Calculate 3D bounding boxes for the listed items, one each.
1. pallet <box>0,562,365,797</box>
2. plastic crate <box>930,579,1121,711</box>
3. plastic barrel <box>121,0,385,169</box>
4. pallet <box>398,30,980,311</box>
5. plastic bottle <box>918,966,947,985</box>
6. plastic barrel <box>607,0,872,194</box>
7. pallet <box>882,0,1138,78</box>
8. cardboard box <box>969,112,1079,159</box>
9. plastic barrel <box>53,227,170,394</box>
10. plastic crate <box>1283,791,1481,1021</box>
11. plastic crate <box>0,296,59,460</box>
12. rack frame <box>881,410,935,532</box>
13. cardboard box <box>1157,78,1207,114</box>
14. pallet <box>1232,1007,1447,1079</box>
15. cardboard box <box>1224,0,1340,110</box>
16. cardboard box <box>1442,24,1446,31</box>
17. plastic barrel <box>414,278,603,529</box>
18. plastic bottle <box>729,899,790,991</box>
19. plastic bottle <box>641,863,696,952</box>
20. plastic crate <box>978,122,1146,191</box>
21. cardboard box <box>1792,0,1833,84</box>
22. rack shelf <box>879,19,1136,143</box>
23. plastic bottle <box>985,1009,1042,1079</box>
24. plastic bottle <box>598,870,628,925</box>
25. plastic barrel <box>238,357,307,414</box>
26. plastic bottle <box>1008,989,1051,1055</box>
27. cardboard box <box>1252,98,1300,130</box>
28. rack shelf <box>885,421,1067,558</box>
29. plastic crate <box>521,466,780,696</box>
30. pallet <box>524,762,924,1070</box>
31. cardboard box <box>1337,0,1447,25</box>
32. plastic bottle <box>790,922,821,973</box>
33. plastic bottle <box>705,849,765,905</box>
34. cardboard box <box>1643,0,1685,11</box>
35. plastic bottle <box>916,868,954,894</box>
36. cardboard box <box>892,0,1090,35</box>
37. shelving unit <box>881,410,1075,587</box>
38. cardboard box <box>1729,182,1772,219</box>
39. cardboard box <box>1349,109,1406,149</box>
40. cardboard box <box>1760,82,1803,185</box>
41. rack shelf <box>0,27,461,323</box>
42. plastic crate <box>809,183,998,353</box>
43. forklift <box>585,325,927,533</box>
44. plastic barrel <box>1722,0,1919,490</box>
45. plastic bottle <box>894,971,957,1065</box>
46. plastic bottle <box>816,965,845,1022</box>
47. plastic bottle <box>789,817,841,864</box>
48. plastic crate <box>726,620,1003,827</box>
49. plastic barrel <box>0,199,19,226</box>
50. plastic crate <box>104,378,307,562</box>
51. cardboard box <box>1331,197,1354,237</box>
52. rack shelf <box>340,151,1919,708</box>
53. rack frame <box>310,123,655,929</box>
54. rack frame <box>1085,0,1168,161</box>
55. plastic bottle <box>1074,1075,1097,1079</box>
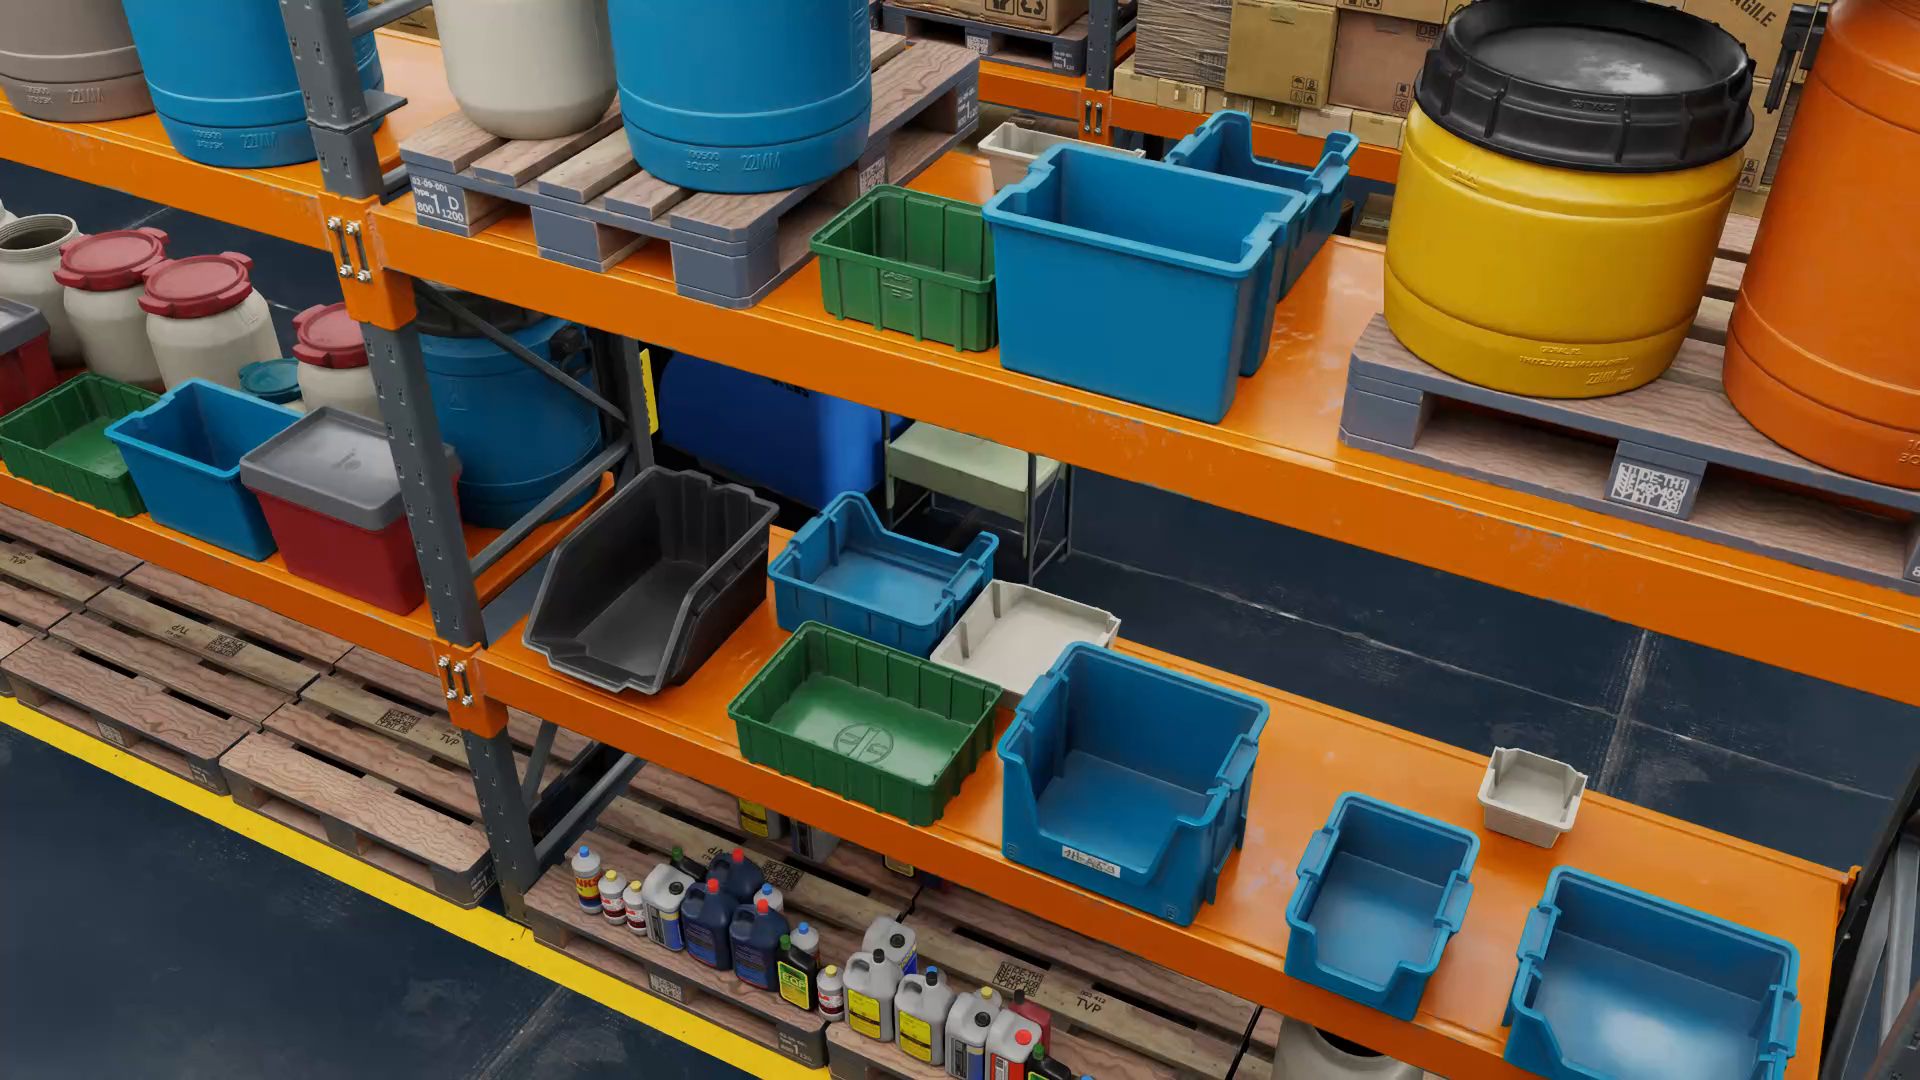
[{"bbox_3d":[-3.145,0.484,6.938,1.213,0.211,1.003,17,41,21],"label":"pallet"},{"bbox_3d":[0.216,0.329,5.053,0.437,0.136,0.530,17,41,21],"label":"plastic crate"},{"bbox_3d":[-1.894,-1.510,4.363,0.708,0.901,0.600,17,41,21],"label":"plastic barrel"},{"bbox_3d":[-0.657,-1.062,4.344,1.003,0.211,1.213,17,41,21],"label":"pallet"},{"bbox_3d":[-0.090,1.441,5.321,0.097,0.201,0.097,0,37,0],"label":"plastic bottle"},{"bbox_3d":[-0.508,-1.319,3.763,0.708,0.901,0.600,17,41,21],"label":"plastic barrel"},{"bbox_3d":[0.323,-2.964,9.333,1.213,0.211,1.003,17,41,21],"label":"pallet"},{"bbox_3d":[0.400,-2.112,9.755,0.500,0.500,0.700,14,39,18],"label":"cardboard box"},{"bbox_3d":[-3.127,-0.853,6.281,0.433,0.535,0.433,0,37,0],"label":"plastic barrel"},{"bbox_3d":[1.053,0.918,4.182,0.408,0.251,0.499,17,41,21],"label":"plastic crate"},{"bbox_3d":[-3.600,-0.615,6.027,0.583,0.464,0.402,17,41,21],"label":"plastic crate"},{"bbox_3d":[-0.231,-0.660,7.379,0.023,1.500,0.400,20,42,24],"label":"rack frame"},{"bbox_3d":[1.204,-2.352,8.576,0.250,0.149,0.380,17,41,21],"label":"cardboard box"},{"bbox_3d":[1.401,1.907,5.063,1.213,0.211,1.003,17,41,21],"label":"pallet"},{"bbox_3d":[1.734,-2.592,8.355,0.500,0.500,0.875,17,41,21],"label":"cardboard box"},{"bbox_3d":[2.649,-2.346,8.031,0.500,0.500,0.875,17,41,21],"label":"cardboard box"},{"bbox_3d":[-1.546,-0.561,5.593,0.708,0.901,0.600,17,41,21],"label":"plastic barrel"},{"bbox_3d":[-0.649,1.289,5.399,0.185,0.351,0.144,16,40,20],"label":"plastic bottle"},{"bbox_3d":[-0.962,1.218,5.554,0.135,0.276,0.152,19,41,23],"label":"plastic bottle"},{"bbox_3d":[0.269,-0.952,4.260,0.396,0.136,0.243,17,41,21],"label":"plastic crate"},{"bbox_3d":[3.885,-2.215,7.031,0.500,0.500,0.500,17,41,21],"label":"cardboard box"},{"bbox_3d":[-0.841,-3.020,9.842,4.000,0.370,1.077,17,41,21],"label":"rack shelf"},{"bbox_3d":[0.166,1.571,5.089,0.135,0.276,0.152,18,41,22],"label":"plastic bottle"},{"bbox_3d":[-1.171,1.200,5.638,0.097,0.201,0.097,0,37,0],"label":"plastic bottle"},{"bbox_3d":[-2.447,-0.486,6.024,0.301,0.262,0.301,0,37,0],"label":"plastic barrel"},{"bbox_3d":[0.214,1.510,5.162,0.133,0.283,0.061,17,41,21],"label":"plastic bottle"},{"bbox_3d":[1.665,-2.233,8.419,0.250,0.149,0.380,17,41,21],"label":"cardboard box"},{"bbox_3d":[0.083,-0.286,7.426,0.720,0.370,0.431,20,42,24],"label":"rack shelf"},{"bbox_3d":[-0.936,0.147,5.126,0.504,0.338,0.767,17,41,21],"label":"plastic crate"},{"bbox_3d":[-0.765,1.229,5.957,1.213,0.211,1.003,17,41,21],"label":"pallet"},{"bbox_3d":[2.106,-2.768,7.759,0.500,0.500,0.500,17,41,21],"label":"cardboard box"},{"bbox_3d":[-0.501,1.341,5.395,0.097,0.271,0.097,0,37,0],"label":"plastic bottle"},{"bbox_3d":[-0.750,1.159,5.570,0.185,0.351,0.144,17,41,21],"label":"plastic bottle"},{"bbox_3d":[2.996,-2.491,7.395,0.500,0.500,0.500,17,41,21],"label":"cardboard box"},{"bbox_3d":[-0.087,1.088,5.719,0.133,0.283,0.061,17,41,21],"label":"plastic bottle"},{"bbox_3d":[0.294,-3.453,8.974,1.000,1.000,1.000,18,41,22],"label":"cardboard box"},{"bbox_3d":[0.083,-0.546,7.229,0.755,1.500,0.431,20,42,24],"label":"shelving unit"},{"bbox_3d":[3.672,-1.618,7.609,0.250,0.149,0.380,17,41,21],"label":"cardboard box"},{"bbox_3d":[2.109,-2.095,8.236,0.250,0.149,0.380,17,41,21],"label":"cardboard box"},{"bbox_3d":[4.011,-1.964,7.528,0.500,0.500,0.875,17,41,21],"label":"cardboard box"},{"bbox_3d":[-3.119,-1.555,5.432,4.000,0.370,1.077,17,41,21],"label":"rack shelf"},{"bbox_3d":[-0.067,-0.617,3.776,0.450,0.188,0.336,17,41,21],"label":"plastic crate"},{"bbox_3d":[-1.477,-1.802,7.700,3.031,2.935,1.130,23,43,27],"label":"forklift"},{"bbox_3d":[1.719,-0.579,2.848,0.708,0.830,0.600,17,41,21],"label":"plastic barrel"},{"bbox_3d":[-0.106,1.458,5.175,0.185,0.351,0.144,19,41,23],"label":"plastic bottle"},{"bbox_3d":[-0.408,1.439,5.324,0.097,0.201,0.097,0,37,0],"label":"plastic bottle"},{"bbox_3d":[-0.514,0.983,5.863,0.135,0.276,0.152,17,41,21],"label":"plastic bottle"},{"bbox_3d":[-0.267,0.522,4.756,0.662,0.188,0.450,17,41,21],"label":"plastic crate"},{"bbox_3d":[-3.883,-1.076,6.595,0.421,0.512,0.421,0,37,0],"label":"plastic barrel"},{"bbox_3d":[-2.465,-0.224,5.578,0.575,0.384,0.392,17,41,21],"label":"plastic crate"},{"bbox_3d":[1.784,-1.634,9.142,0.500,0.500,0.500,-30,47,-34],"label":"cardboard box"},{"bbox_3d":[0.433,-0.443,3.967,4.000,0.370,1.077,17,41,21],"label":"rack shelf"},{"bbox_3d":[-1.343,-0.091,5.389,0.127,3.000,1.000,17,41,21],"label":"rack frame"},{"bbox_3d":[0.935,-2.750,8.892,0.127,3.000,1.000,17,41,21],"label":"rack frame"},{"bbox_3d":[0.377,1.685,5.000,0.097,0.201,0.097,0,37,0],"label":"plastic bottle"}]
